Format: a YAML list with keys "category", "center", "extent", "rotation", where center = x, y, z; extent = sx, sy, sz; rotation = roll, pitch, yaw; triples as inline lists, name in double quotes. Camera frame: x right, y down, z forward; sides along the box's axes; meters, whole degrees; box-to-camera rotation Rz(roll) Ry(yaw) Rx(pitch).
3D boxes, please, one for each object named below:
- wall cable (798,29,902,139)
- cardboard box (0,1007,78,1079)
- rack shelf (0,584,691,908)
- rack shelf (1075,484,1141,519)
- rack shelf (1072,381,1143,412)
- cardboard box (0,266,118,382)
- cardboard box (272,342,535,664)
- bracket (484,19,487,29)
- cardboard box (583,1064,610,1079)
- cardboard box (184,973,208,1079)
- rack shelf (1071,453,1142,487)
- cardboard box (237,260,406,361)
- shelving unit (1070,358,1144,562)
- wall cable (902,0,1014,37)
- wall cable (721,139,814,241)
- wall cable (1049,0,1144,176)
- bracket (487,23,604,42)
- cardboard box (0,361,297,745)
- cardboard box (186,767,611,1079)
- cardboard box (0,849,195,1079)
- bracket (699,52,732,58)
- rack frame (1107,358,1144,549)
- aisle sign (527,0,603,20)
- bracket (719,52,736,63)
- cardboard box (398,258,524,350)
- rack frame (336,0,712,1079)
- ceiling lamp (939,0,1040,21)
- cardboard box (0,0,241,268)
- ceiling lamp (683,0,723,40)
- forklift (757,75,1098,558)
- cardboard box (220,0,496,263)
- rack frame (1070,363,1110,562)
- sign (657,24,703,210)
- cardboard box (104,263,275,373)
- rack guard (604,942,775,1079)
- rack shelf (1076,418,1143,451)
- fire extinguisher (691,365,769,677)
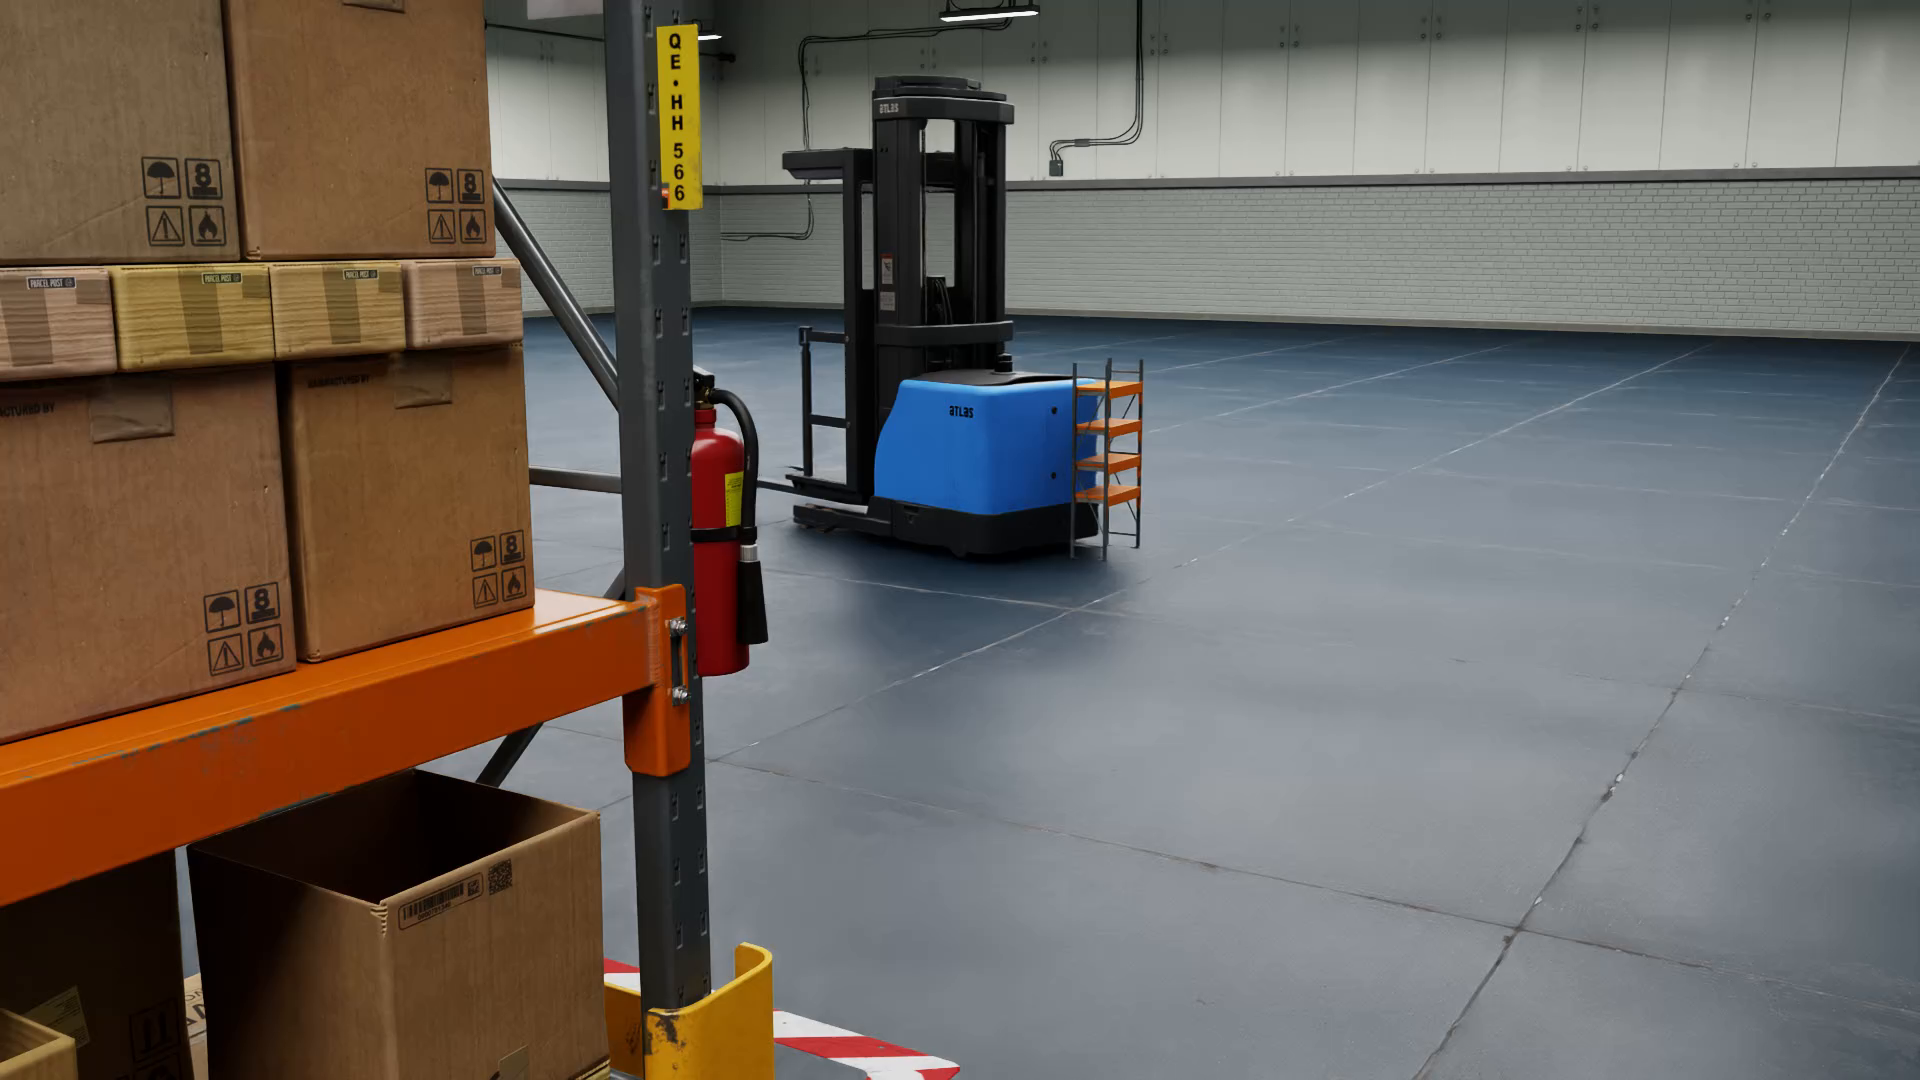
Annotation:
- category: "wall cable"
  center: [-2.733, -11.183, 40.860]
  extent: [3.097, 2.526, 0.112]
  rotation: [6, 12, 31]
- category: "cardboard box"
  center: [-1.501, 0.911, 2.144]
  extent: [0.500, 0.500, 0.500]
  rotation: [6, 12, 31]
- category: "rack shelf"
  center: [-2.008, 0.531, 1.835]
  extent: [1.077, 0.370, 4.000]
  rotation: [6, 12, 31]
- category: "rack shelf"
  center: [0.914, -0.247, 10.372]
  extent: [0.258, 0.148, 0.480]
  rotation: [6, 12, 30]
- category: "rack shelf"
  center: [0.914, -0.895, 10.251]
  extent: [0.258, 0.148, 0.480]
  rotation: [6, 12, 30]
- category: "cardboard box"
  center: [-1.405, -0.306, 2.316]
  extent: [0.380, 0.149, 0.250]
  rotation: [7, 12, 31]
- category: "cardboard box"
  center: [-1.223, -0.114, 3.054]
  extent: [0.700, 0.500, 0.500]
  rotation: [6, 12, 31]
- category: "bracket"
  center: [-10.301, -11.005, 35.416]
  extent: [0.235, 0.232, 0.430]
  rotation: [6, 12, 31]
- category: "cardboard box"
  center: [-0.996, 1.121, 3.062]
  extent: [0.500, 0.250, 0.500]
  rotation: [6, 12, 31]
- category: "cardboard box"
  center: [-1.439, 1.071, 3.326]
  extent: [0.500, 0.250, 0.500]
  rotation: [6, 12, 31]
- category: "rack shelf"
  center: [0.914, -0.442, 10.336]
  extent: [0.258, 0.148, 0.480]
  rotation: [6, 12, 30]
- category: "cardboard box"
  center: [-1.140, -0.385, 2.741]
  extent: [0.380, 0.149, 0.250]
  rotation: [7, 13, 32]
- category: "shelving unit"
  center: [0.914, -0.508, 10.323]
  extent: [0.258, 1.200, 0.503]
  rotation: [6, 12, 30]
- category: "wall cable"
  center: [-0.088, -13.123, 38.862]
  extent: [3.097, 2.526, 0.112]
  rotation: [6, 12, 31]
- category: "wall cable"
  center: [-5.045, -8.959, 42.705]
  extent: [3.097, 2.526, 0.112]
  rotation: [6, 12, 31]
- category: "wall cable"
  center: [3.060, -11.247, 37.249]
  extent: [2.305, 6.003, 0.169]
  rotation: [6, 12, 31]
- category: "bracket"
  center: [-8.955, -11.413, 37.594]
  extent: [0.076, 0.066, 4.783]
  rotation: [6, 12, 31]
- category: "cardboard box"
  center: [-1.492, -0.031, 2.611]
  extent: [0.700, 0.500, 0.500]
  rotation: [7, 13, 32]
- category: "cardboard box"
  center: [-0.994, 0.752, 2.992]
  extent: [0.500, 0.500, 0.500]
  rotation: [6, 12, 31]
- category: "cardboard box"
  center: [-1.697, 0.781, 2.836]
  extent: [0.500, 0.500, 0.500]
  rotation: [6, 12, 31]
- category: "bracket"
  center: [-6.262, -12.228, 41.951]
  extent: [0.076, 0.066, 3.189]
  rotation: [6, 12, 31]
- category: "rack frame"
  center: [1.038, -0.547, 10.530]
  extent: [0.240, 1.200, 0.015]
  rotation: [6, 12, 30]
- category: "aisle sign"
  center: [-0.685, -1.397, 3.115]
  extent: [0.394, 0.787, 0.004]
  rotation: [6, 12, 31]
- category: "bracket"
  center: [-5.956, -12.321, 42.447]
  extent: [0.235, 0.232, 0.430]
  rotation: [6, 12, 31]
- category: "cardboard box"
  center: [-1.006, -0.427, 2.962]
  extent: [0.380, 0.149, 0.250]
  rotation: [6, 12, 30]
- category: "rack frame"
  center: [-0.970, -0.137, 3.449]
  extent: [1.000, 3.000, 0.127]
  rotation: [6, 12, 31]
- category: "ceiling lamp"
  center: [0.664, -11.250, 30.642]
  extent: [2.000, 3.185, 0.800]
  rotation: [6, 12, 31]
- category: "cardboard box"
  center: [-1.519, -0.660, 2.446]
  extent: [0.700, 0.500, 0.500]
  rotation: [6, 12, 29]
- category: "ceiling lamp"
  center: [-5.652, -11.956, 34.413]
  extent: [2.000, 3.185, 0.800]
  rotation: [6, 12, 31]
- category: "forklift"
  center: [-0.481, -1.546, 11.161]
  extent: [1.130, 2.935, 3.031]
  rotation: [-10, 14, -42]
- category: "cardboard box"
  center: [-1.251, -0.743, 2.890]
  extent: [0.700, 0.500, 0.500]
  rotation: [6, 12, 31]
- category: "rack frame"
  center: [0.790, -0.470, 10.117]
  extent: [0.240, 1.200, 0.015]
  rotation: [6, 12, 30]
- category: "sign"
  center: [-0.514, -0.769, 3.032]
  extent: [0.100, 0.325, 0.005]
  rotation: [6, 12, 31]
- category: "cardboard box"
  center: [-1.273, -0.345, 2.526]
  extent: [0.380, 0.149, 0.250]
  rotation: [6, 12, 30]
- category: "rack guard"
  center: [-0.958, 1.088, 3.699]
  extent: [1.175, 0.500, 0.348]
  rotation: [6, 12, 31]
- category: "rack shelf"
  center: [0.914, -0.662, 10.294]
  extent: [0.258, 0.148, 0.480]
  rotation: [6, 12, 30]
- category: "fire extinguisher"
  center: [-0.512, -0.073, 3.318]
  extent: [0.296, 0.674, 0.183]
  rotation: [6, 12, 31]
